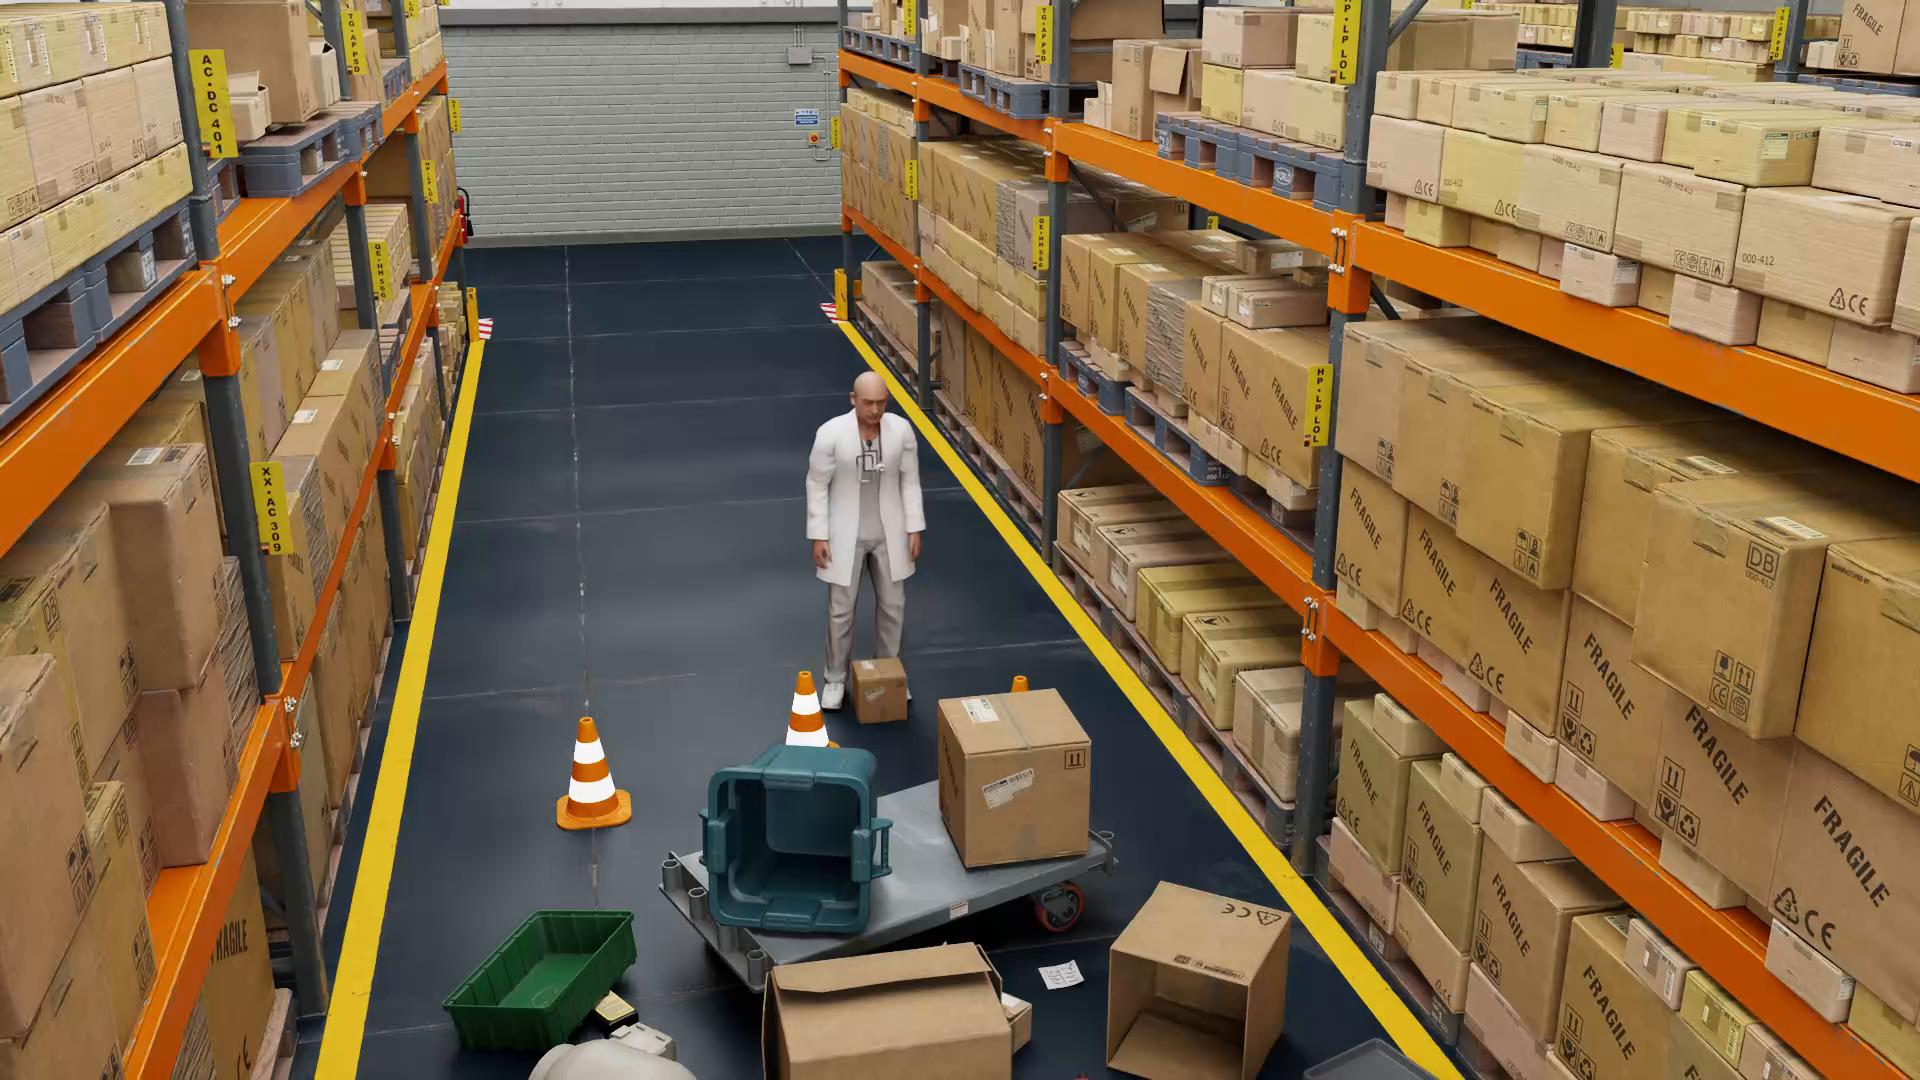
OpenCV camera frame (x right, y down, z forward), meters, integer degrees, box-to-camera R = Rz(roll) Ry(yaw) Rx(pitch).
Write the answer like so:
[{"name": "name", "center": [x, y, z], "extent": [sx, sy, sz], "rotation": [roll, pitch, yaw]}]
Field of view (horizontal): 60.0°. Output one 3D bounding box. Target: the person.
[{"name": "person", "center": [-0.483, -0.015, 8.637], "extent": [0.635, 1.773, 0.427], "rotation": [-5, 20, -15]}]
